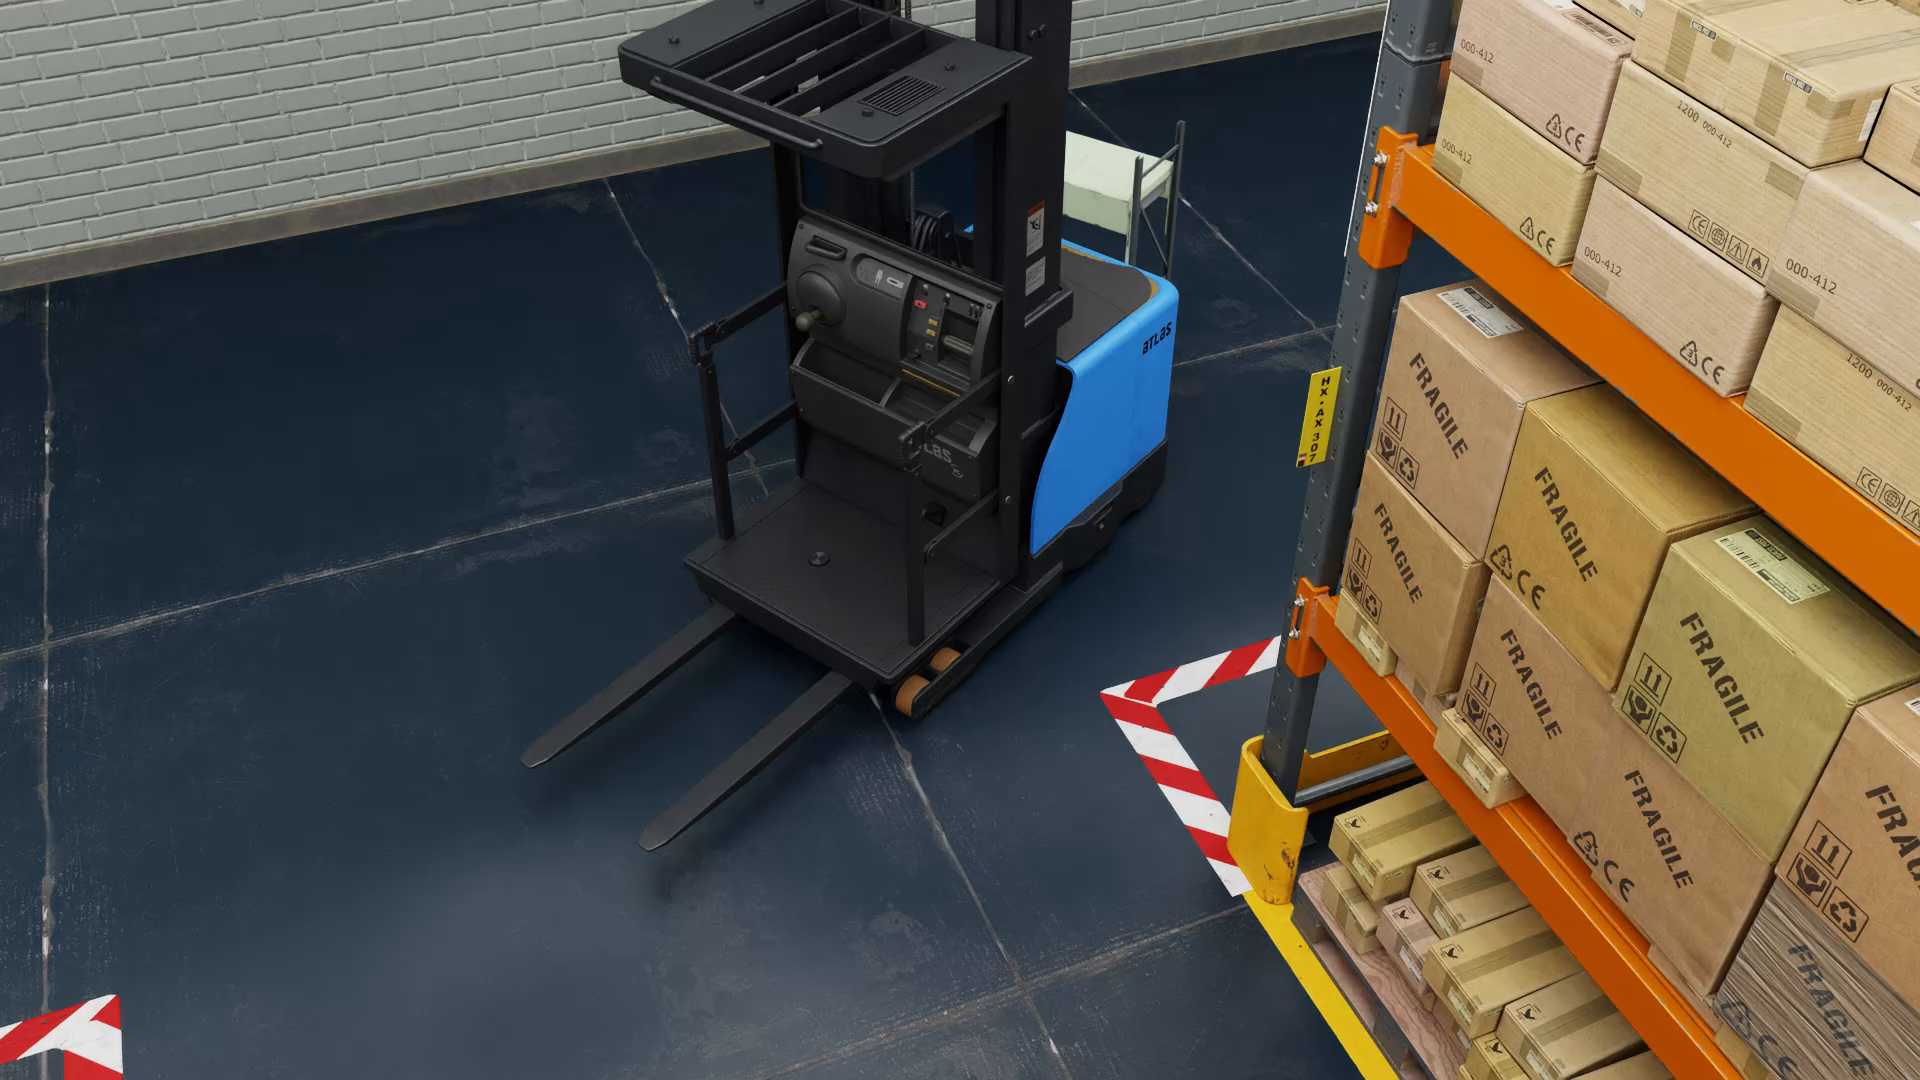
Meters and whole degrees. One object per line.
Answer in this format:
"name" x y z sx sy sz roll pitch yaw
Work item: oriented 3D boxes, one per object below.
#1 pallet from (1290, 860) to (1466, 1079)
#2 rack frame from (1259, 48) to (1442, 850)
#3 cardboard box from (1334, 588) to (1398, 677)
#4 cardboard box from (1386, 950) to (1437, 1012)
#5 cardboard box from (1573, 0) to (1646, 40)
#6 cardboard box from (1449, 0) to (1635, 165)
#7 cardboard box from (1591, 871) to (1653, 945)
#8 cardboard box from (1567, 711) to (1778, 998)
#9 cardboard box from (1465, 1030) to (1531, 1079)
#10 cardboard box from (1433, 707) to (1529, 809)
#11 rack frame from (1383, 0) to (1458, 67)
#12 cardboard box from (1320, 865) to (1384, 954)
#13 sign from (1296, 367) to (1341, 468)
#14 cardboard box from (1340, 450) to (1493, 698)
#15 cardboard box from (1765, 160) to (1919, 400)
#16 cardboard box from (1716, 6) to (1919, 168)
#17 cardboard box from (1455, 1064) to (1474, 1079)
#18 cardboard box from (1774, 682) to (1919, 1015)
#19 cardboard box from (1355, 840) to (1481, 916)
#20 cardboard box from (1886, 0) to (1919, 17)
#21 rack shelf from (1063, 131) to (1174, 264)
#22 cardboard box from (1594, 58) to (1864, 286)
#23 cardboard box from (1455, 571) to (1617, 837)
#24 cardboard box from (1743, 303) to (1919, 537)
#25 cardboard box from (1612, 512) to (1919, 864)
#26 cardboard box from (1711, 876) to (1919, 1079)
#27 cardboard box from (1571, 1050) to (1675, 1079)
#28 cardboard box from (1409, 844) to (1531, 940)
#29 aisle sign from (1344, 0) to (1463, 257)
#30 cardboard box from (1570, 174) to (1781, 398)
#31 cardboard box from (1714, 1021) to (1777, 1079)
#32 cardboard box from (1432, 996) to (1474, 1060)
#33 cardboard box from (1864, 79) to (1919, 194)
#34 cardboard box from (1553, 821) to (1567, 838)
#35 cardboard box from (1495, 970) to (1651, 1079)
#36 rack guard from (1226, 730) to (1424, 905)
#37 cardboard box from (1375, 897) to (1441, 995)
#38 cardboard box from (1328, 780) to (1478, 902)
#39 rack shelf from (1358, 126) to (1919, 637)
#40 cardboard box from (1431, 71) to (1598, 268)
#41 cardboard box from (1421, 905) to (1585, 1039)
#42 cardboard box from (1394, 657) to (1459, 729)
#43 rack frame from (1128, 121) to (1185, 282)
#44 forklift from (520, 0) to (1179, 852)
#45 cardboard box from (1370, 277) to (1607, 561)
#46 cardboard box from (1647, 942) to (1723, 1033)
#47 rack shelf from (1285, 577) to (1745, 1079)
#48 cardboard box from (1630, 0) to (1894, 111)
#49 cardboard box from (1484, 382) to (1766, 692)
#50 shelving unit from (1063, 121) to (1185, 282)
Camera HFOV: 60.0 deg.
"pallet" 1.821 1.451 5.401 1.003 0.211 1.213 -15 43 -17
"rack frame" 1.514 -0.150 5.124 1.000 3.000 0.127 -15 43 -17
"cardboard box" 1.335 0.222 4.884 0.380 0.149 0.250 -15 43 -17
"cardboard box" 1.595 1.304 5.297 0.380 0.149 0.250 -15 43 -17
"cardboard box" 1.509 -1.162 3.426 0.380 0.149 0.250 -13 42 -15
"cardboard box" 1.446 -1.085 3.642 0.500 0.250 0.500 -14 43 -16
"cardboard box" 1.831 0.832 4.175 0.380 0.149 0.250 -16 43 -17
"cardboard box" 1.835 0.653 3.886 0.500 0.500 0.500 -15 43 -16
"cardboard box" 1.703 1.524 4.813 0.380 0.149 0.250 -14 43 -16
"cardboard box" 1.524 0.540 4.514 0.380 0.149 0.250 -16 43 -18
"rack frame" 1.514 -2.425 3.168 1.000 3.000 0.127 -15 43 -17
"cardboard box" 1.419 1.167 5.457 0.380 0.149 0.250 -14 43 -16
"sign" 1.013 -0.343 4.685 0.100 0.325 0.005 -15 43 -17
"cardboard box" 1.431 0.038 4.600 0.500 0.500 0.500 -13 42 -15
"cardboard box" 1.825 -0.470 2.927 0.500 0.250 0.500 -15 43 -16
"cardboard box" 1.637 -0.833 3.044 0.380 0.149 0.250 -15 43 -16
"cardboard box" 1.693 1.633 4.915 0.380 0.149 0.250 -15 43 -16
"cardboard box" 2.016 0.584 3.199 0.500 0.500 0.500 -16 43 -18
"cardboard box" 1.477 1.038 5.378 0.380 0.149 0.250 -13 42 -15
"cardboard box" 2.016 -1.117 3.374 0.380 0.149 0.250 -16 43 -18
"rack shelf" 0.523 -1.513 7.261 0.720 0.370 0.431 23 46 25
"cardboard box" 1.643 -0.777 3.284 0.500 0.250 0.500 -16 43 -17
"cardboard box" 1.659 0.354 4.233 0.500 0.500 0.500 -15 43 -17
"cardboard box" 1.856 -0.271 3.079 0.500 0.250 0.500 -16 43 -18
"cardboard box" 1.818 0.278 3.555 0.500 0.500 0.500 -16 43 -18
"cardboard box" 2.035 0.958 3.531 0.500 0.500 0.500 -16 43 -18
"cardboard box" 1.864 1.564 4.539 0.380 0.149 0.250 -14 43 -15
"cardboard box" 1.617 1.082 5.099 0.380 0.149 0.250 -14 43 -16
"aisle sign" 1.209 -1.105 4.241 0.394 0.787 0.004 -15 43 -17
"cardboard box" 1.647 -0.578 3.436 0.500 0.250 0.500 -14 43 -15
"cardboard box" 1.979 1.149 3.806 0.380 0.149 0.250 -14 43 -15
"cardboard box" 1.696 1.452 5.126 0.380 0.149 0.250 -15 43 -16
"cardboard box" 1.834 -0.705 2.894 0.380 0.149 0.250 -14 43 -16
"cardboard box" 1.750 0.662 4.372 0.380 0.149 0.250 -13 42 -15
"cardboard box" 1.767 1.395 4.736 0.380 0.149 0.250 -17 44 -19
"rack guard" 1.543 0.843 5.886 1.175 0.500 0.348 -15 43 -17
"cardboard box" 1.530 1.217 5.170 0.380 0.149 0.250 -15 43 -17
"cardboard box" 1.401 0.946 5.257 0.380 0.149 0.250 -17 44 -19
"rack shelf" 2.279 0.190 2.980 1.077 0.370 4.000 -15 43 -17
"cardboard box" 1.450 -0.897 3.807 0.500 0.250 0.500 -14 43 -15
"cardboard box" 1.595 1.266 4.886 0.380 0.149 0.250 -15 43 -17
"cardboard box" 1.471 0.365 4.718 0.380 0.149 0.250 -14 43 -15
"rack frame" 0.830 -1.087 7.363 0.023 1.500 0.400 23 46 25
"forklift" -0.389 -0.789 5.920 1.130 2.935 3.031 27 48 28
"cardboard box" 1.441 -0.344 4.277 0.500 0.500 0.500 -15 43 -17
"cardboard box" 1.899 0.987 3.994 0.380 0.149 0.250 -16 43 -18
"rack shelf" 2.279 1.327 3.958 1.077 0.370 4.000 -15 43 -17
"cardboard box" 1.545 -0.980 3.214 0.380 0.149 0.250 -15 43 -17
"cardboard box" 1.640 -0.041 3.926 0.500 0.500 0.500 -14 43 -16
"shelving unit" 0.523 -1.217 7.515 0.755 1.500 0.431 23 46 25
